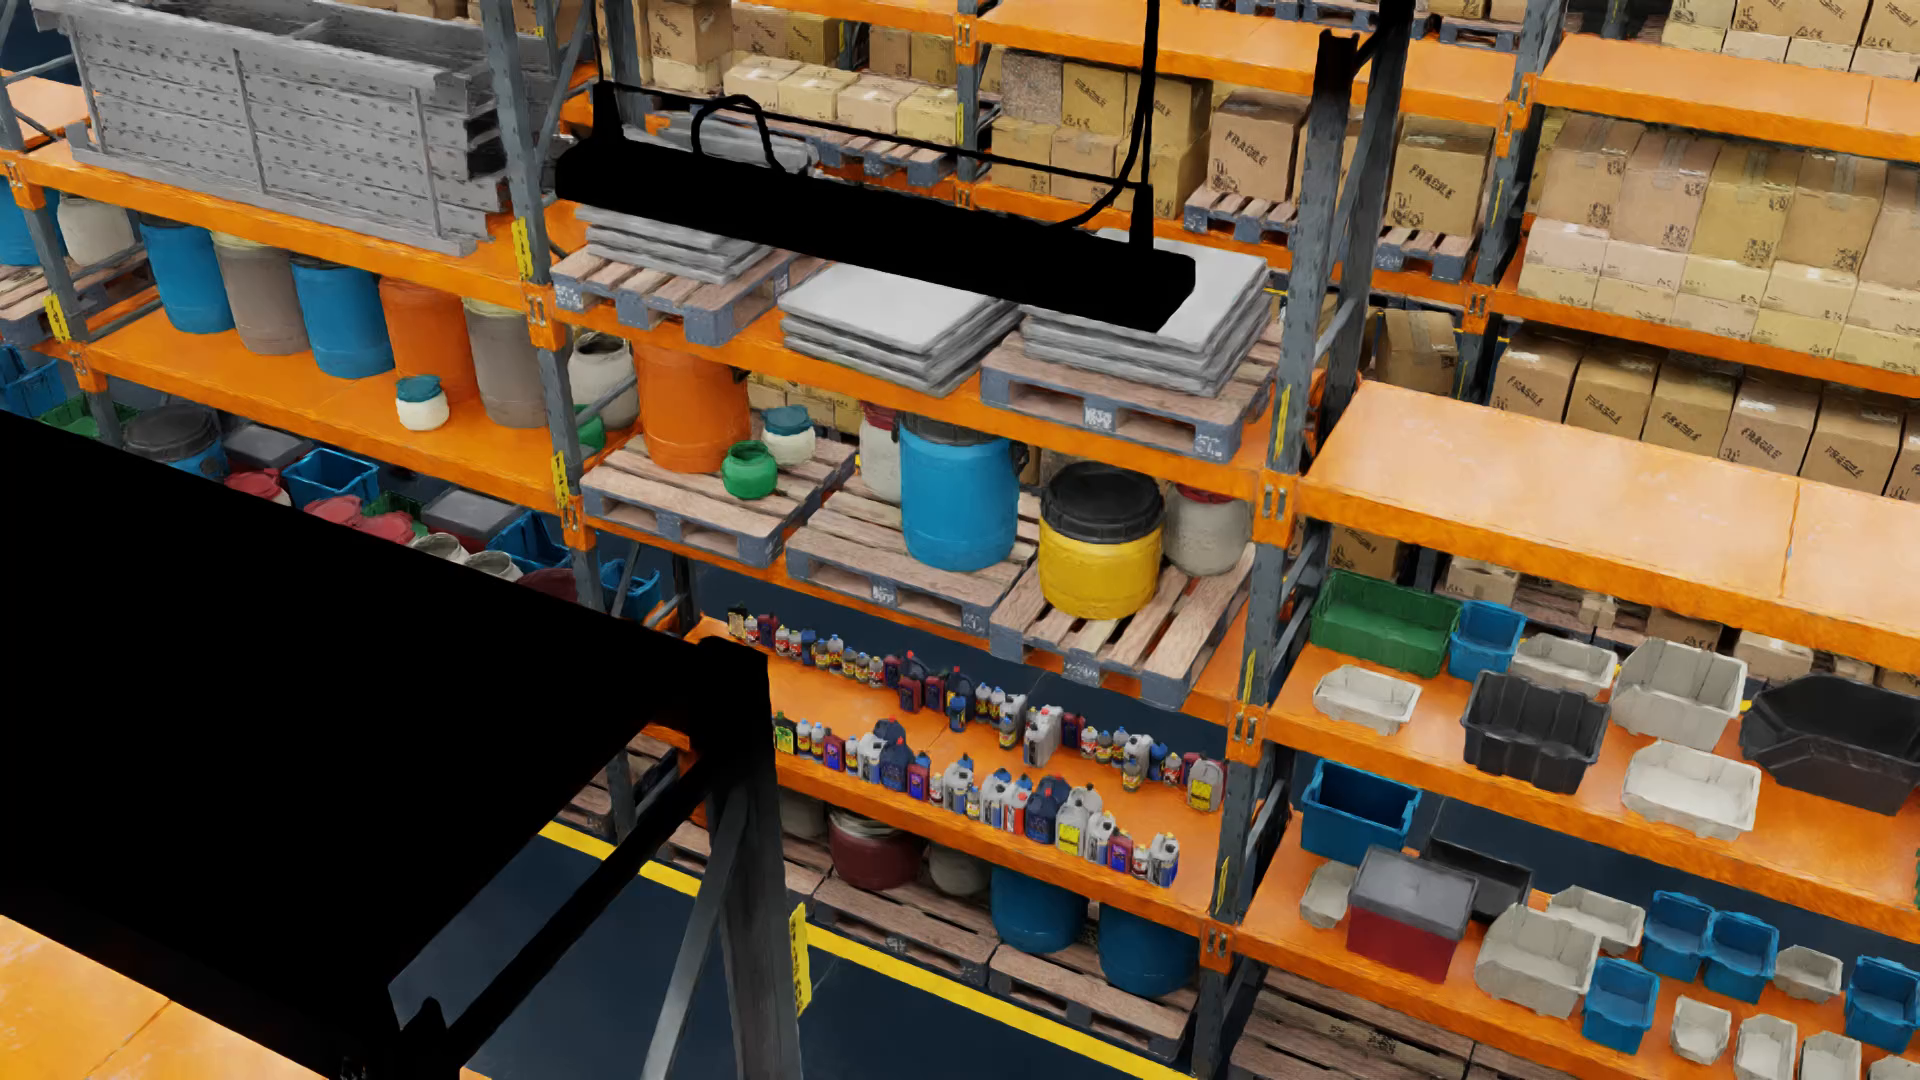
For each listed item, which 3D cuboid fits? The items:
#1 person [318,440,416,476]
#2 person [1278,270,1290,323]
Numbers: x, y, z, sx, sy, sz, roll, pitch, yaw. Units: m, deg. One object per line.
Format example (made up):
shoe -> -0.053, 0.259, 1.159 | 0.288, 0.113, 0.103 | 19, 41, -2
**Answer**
person -> -5.285, -1.241, 14.245 | 1.000, 1.580, 0.478 | 11, 36, 15
person -> 2.966, -1.702, 14.786 | 1.040, 1.707, 0.533 | 22, 41, 28
